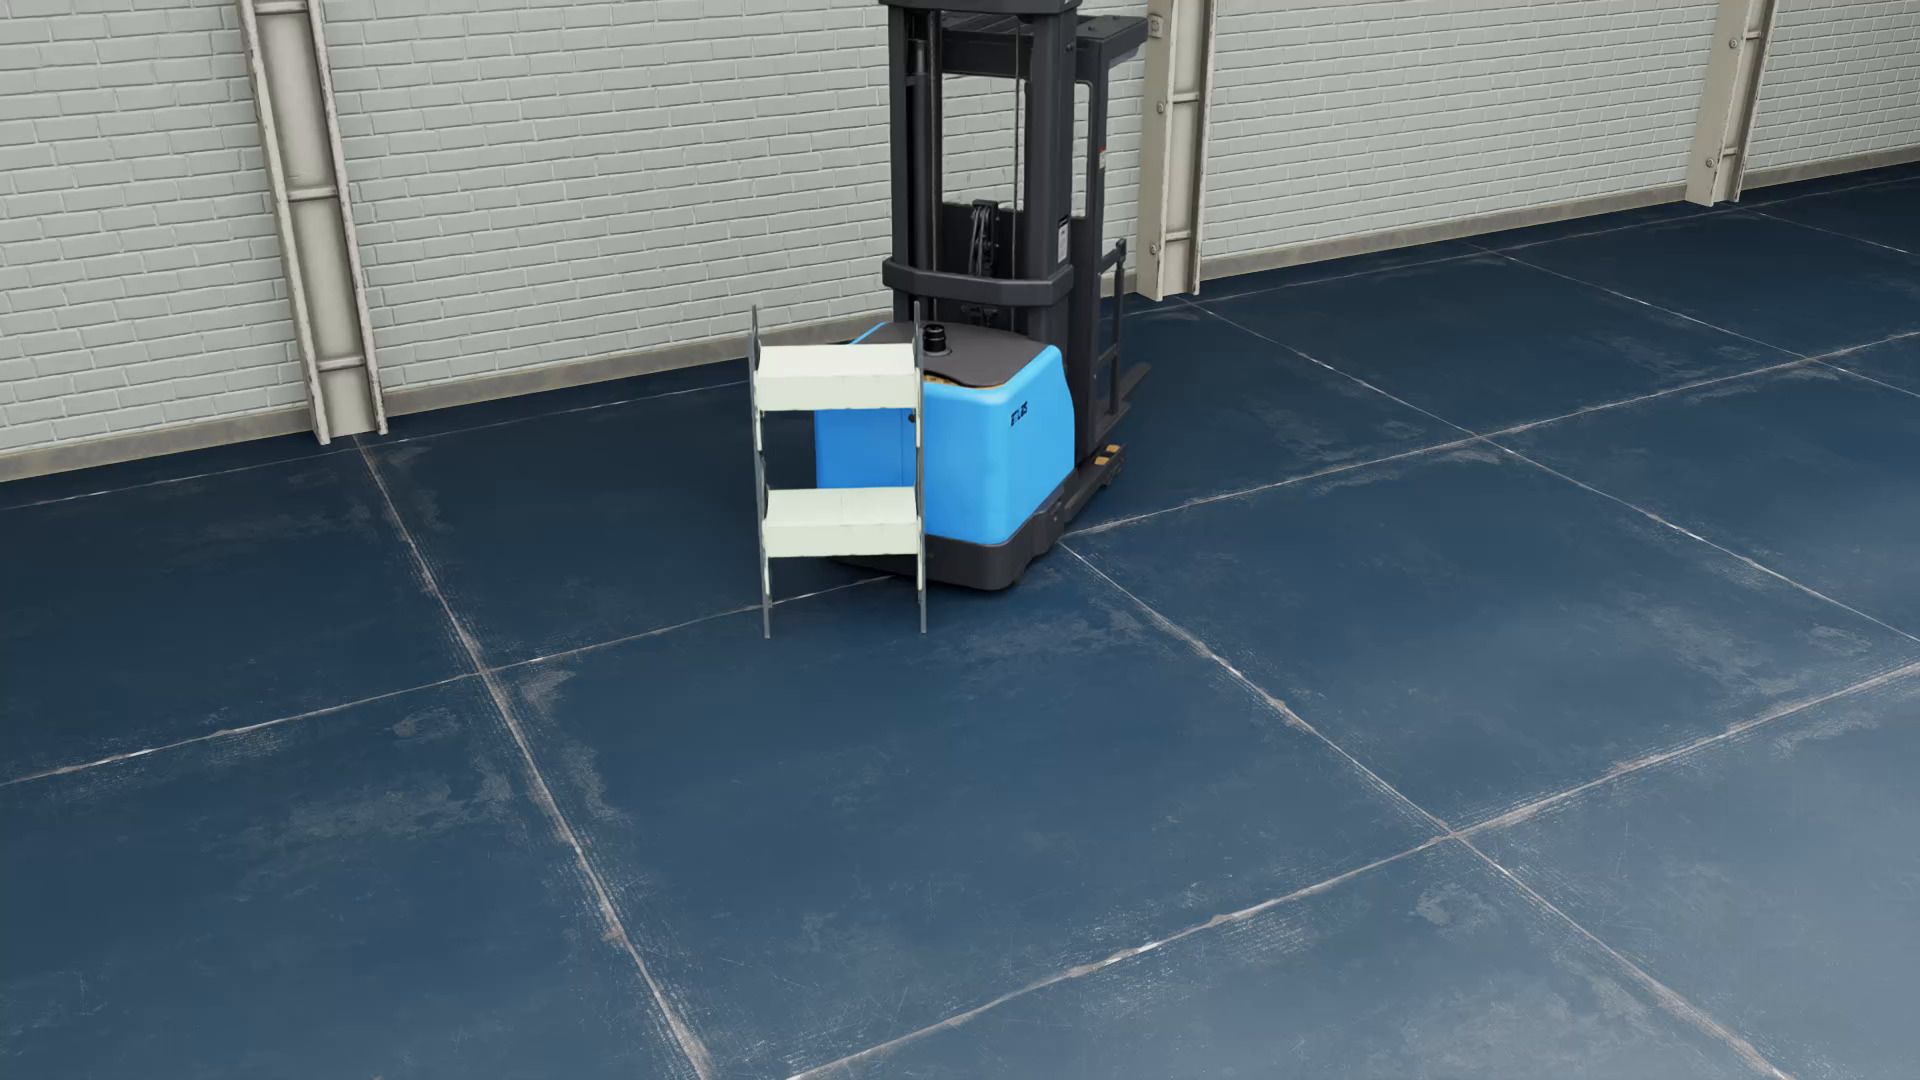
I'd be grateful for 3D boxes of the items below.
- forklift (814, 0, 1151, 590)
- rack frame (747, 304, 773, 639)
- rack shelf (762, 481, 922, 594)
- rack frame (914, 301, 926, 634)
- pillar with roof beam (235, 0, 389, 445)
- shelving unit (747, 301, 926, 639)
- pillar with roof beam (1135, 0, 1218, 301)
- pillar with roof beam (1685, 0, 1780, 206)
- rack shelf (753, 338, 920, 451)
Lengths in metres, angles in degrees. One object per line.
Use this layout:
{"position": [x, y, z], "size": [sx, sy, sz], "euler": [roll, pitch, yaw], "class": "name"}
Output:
{"position": [0.312, -1.690, 8.883], "size": [1.130, 2.935, 3.031], "euler": [10, 28, 21], "class": "forklift"}
{"position": [-0.915, -0.299, 7.640], "size": [0.023, 1.500, 0.400], "euler": [-2, 26, -3], "class": "rack frame"}
{"position": [-0.550, -0.015, 7.802], "size": [0.720, 0.370, 0.431], "euler": [-2, 26, -3], "class": "rack shelf"}
{"position": [-0.184, -0.319, 7.681], "size": [0.023, 1.500, 0.400], "euler": [-2, 26, -3], "class": "rack frame"}
{"position": [-1.692, -3.080, 4.769], "size": [0.400, 9.000, 9.100], "euler": [-13, 29, -25], "class": "pillar with roof beam"}
{"position": [-0.550, -0.309, 7.660], "size": [0.755, 1.500, 0.431], "euler": [-2, 26, -3], "class": "shelving unit"}
{"position": [3.602, -4.302, 7.314], "size": [0.400, 9.000, 9.100], "euler": [-13, 29, -25], "class": "pillar with roof beam"}
{"position": [8.896, -5.524, 9.859], "size": [0.400, 9.000, 9.100], "euler": [-13, 29, -25], "class": "pillar with roof beam"}
{"position": [-0.550, -0.661, 7.492], "size": [0.720, 0.370, 0.431], "euler": [-2, 26, -3], "class": "rack shelf"}
